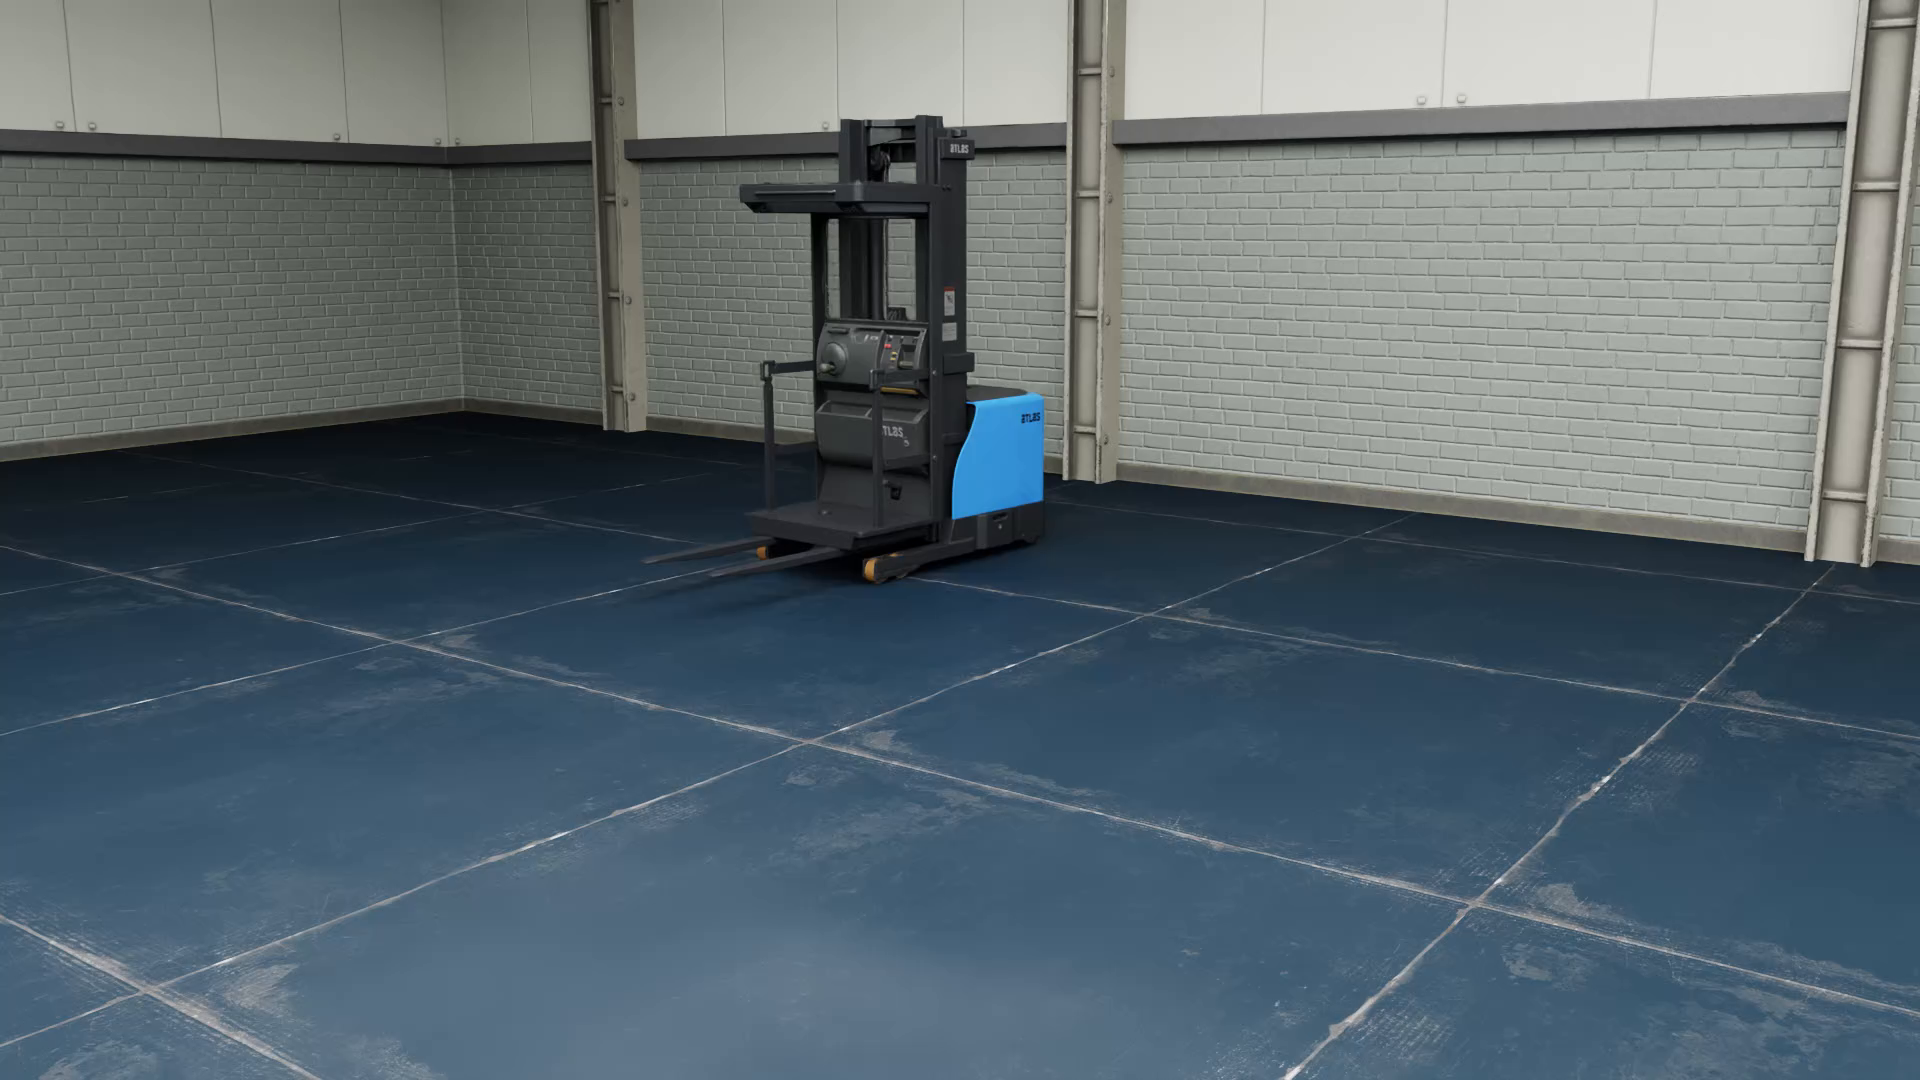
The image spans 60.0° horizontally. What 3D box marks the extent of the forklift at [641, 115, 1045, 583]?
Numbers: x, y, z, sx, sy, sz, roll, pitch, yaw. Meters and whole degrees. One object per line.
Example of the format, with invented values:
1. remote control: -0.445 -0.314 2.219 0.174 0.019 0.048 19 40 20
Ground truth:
1. forklift: -0.726 -1.268 10.868 1.130 2.935 3.031 9 14 39

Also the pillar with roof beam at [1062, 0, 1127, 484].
1. pillar with roof beam: -1.390 -4.297 10.550 0.400 9.000 9.100 8 13 36

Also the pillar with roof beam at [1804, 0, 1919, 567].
1. pillar with roof beam: 3.446 -3.623 7.063 0.400 9.000 9.100 8 13 36

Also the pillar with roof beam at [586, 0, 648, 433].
1. pillar with roof beam: -6.226 -4.972 14.037 0.400 9.000 9.100 8 13 36
